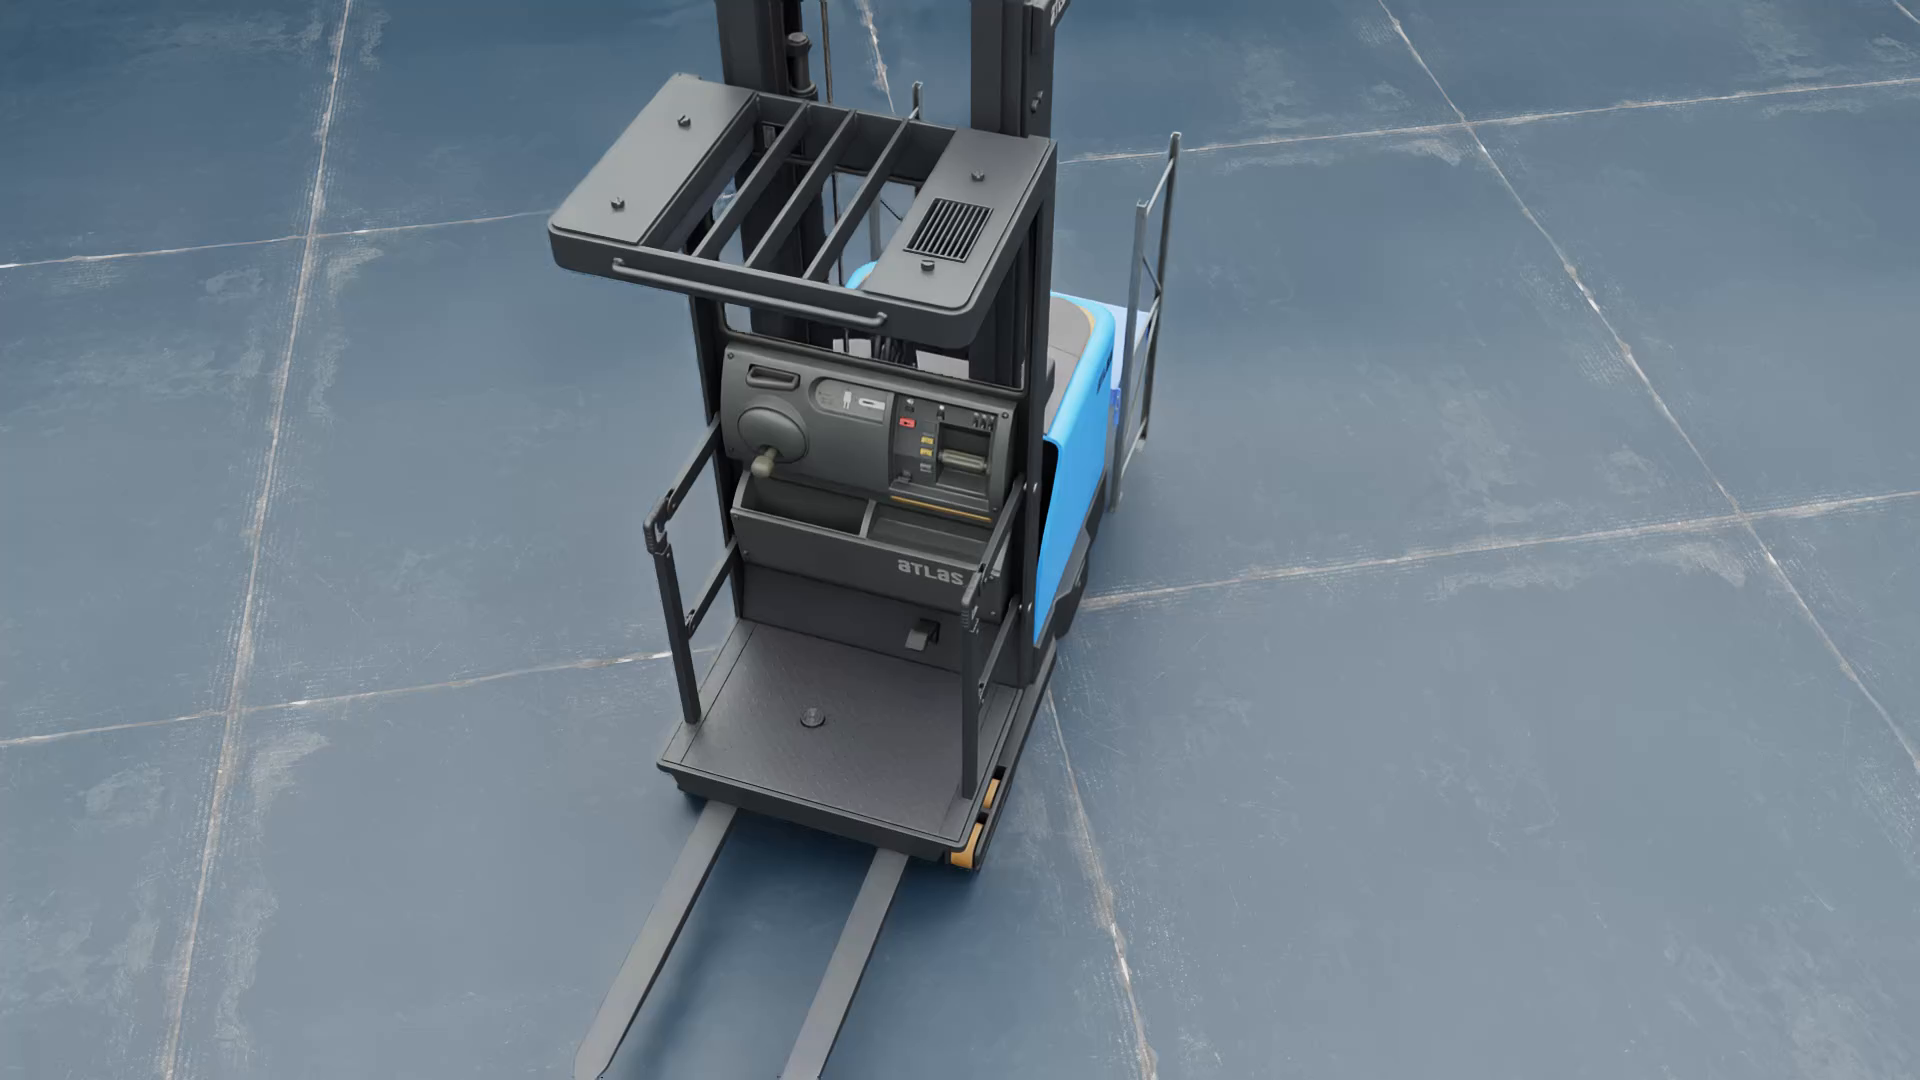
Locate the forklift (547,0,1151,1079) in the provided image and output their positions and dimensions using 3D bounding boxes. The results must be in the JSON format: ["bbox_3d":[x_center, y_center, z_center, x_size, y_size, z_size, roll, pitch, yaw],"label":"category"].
[{"bbox_3d":[-6.599,2.708,1.643,10.237,3.598,16.363,13,48,12],"label":"forklift"}]

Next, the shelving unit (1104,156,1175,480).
[{"bbox_3d":[0.256,-0.932,6.606,0.991,1.308,0.475,15,48,14],"label":"shelving unit"}]

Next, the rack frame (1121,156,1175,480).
[{"bbox_3d":[0.715,-0.811,6.490,0.013,1.308,0.475,15,48,14],"label":"rack frame"}]

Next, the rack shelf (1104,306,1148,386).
[{"bbox_3d":[0.237,-0.845,6.704,0.952,0.062,0.459,15,48,14],"label":"rack shelf"}]
